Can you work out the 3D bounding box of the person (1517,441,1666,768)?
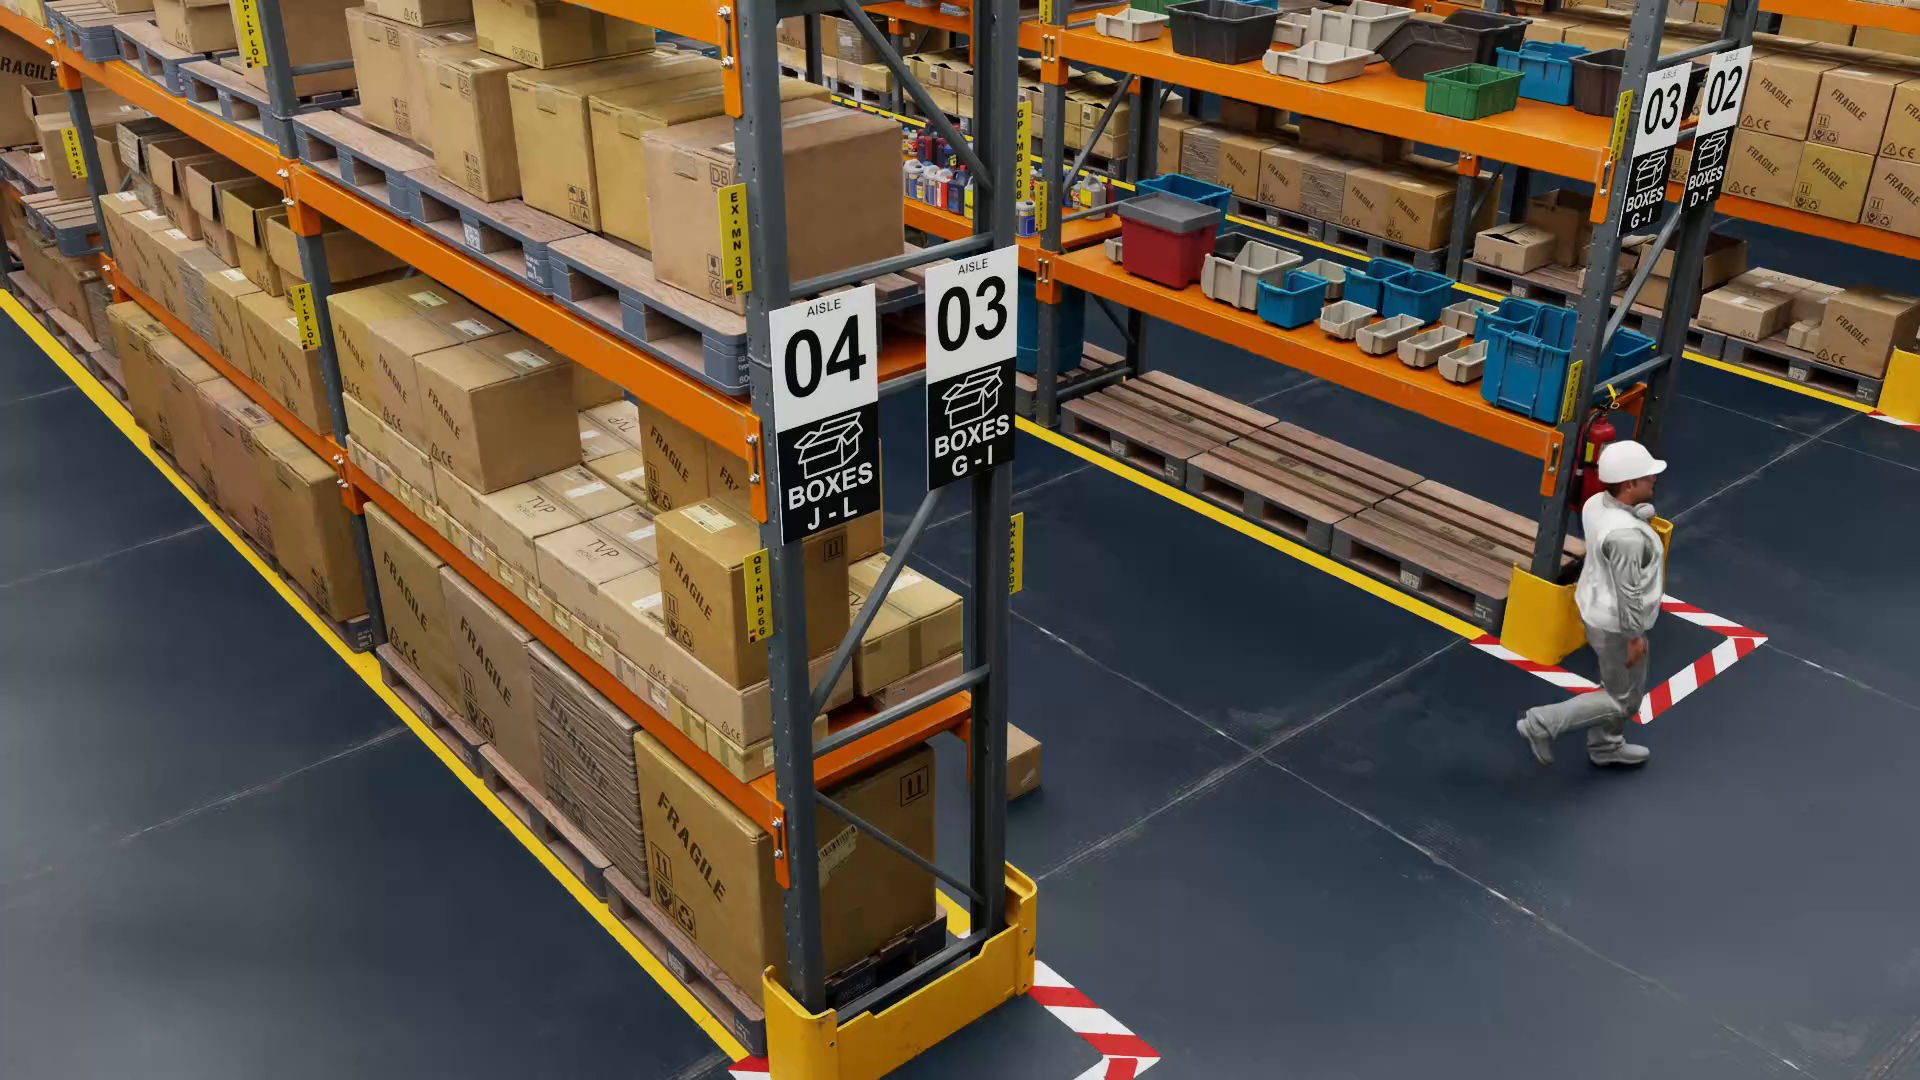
[{"bbox_3d":[3.092,0.348,7.915,0.724,1.749,0.546,3,28,6],"label":"person"}]
